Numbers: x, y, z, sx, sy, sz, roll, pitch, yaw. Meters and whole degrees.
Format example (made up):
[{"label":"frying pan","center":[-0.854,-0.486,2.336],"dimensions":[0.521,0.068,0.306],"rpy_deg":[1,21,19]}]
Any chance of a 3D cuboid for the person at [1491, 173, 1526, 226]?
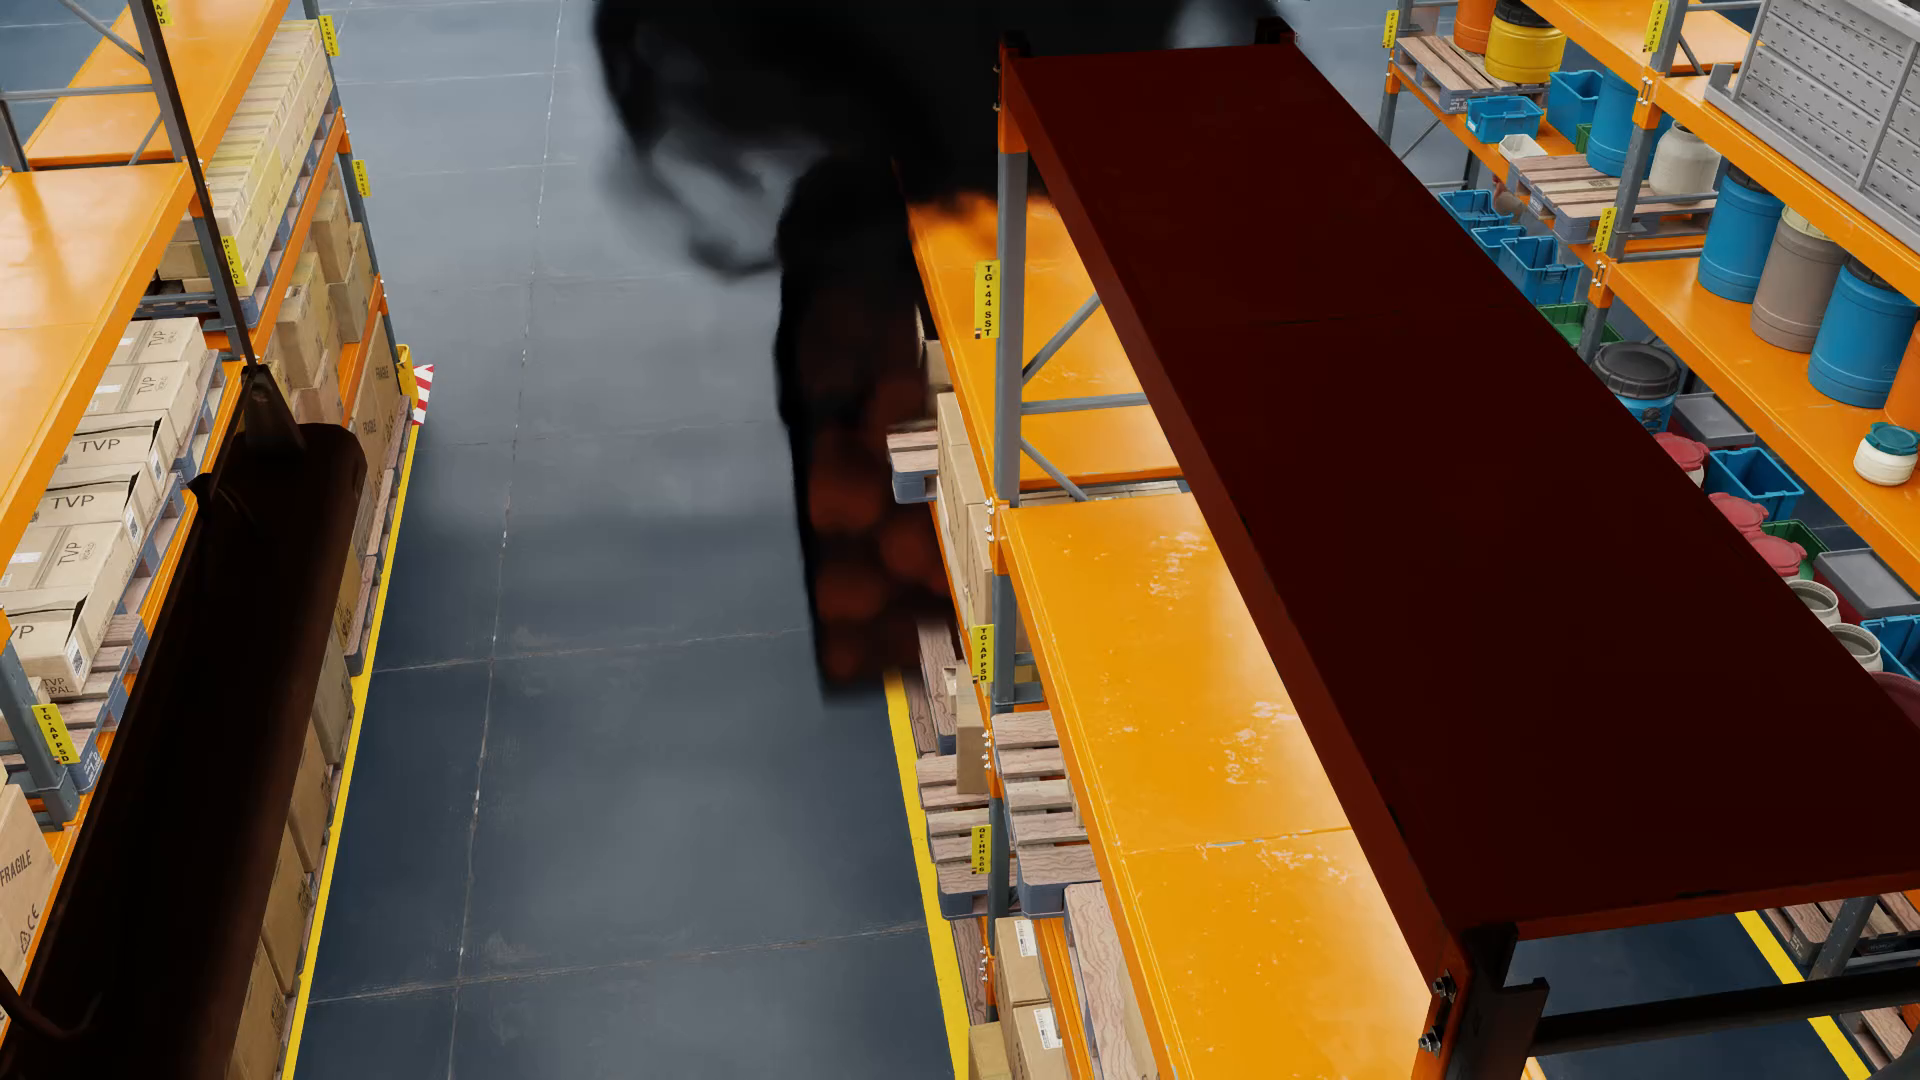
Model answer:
[{"label":"person","center":[5.290,-3.376,16.163],"dimensions":[0.707,1.707,0.523],"rpy_deg":[-26,43,-31]}]
